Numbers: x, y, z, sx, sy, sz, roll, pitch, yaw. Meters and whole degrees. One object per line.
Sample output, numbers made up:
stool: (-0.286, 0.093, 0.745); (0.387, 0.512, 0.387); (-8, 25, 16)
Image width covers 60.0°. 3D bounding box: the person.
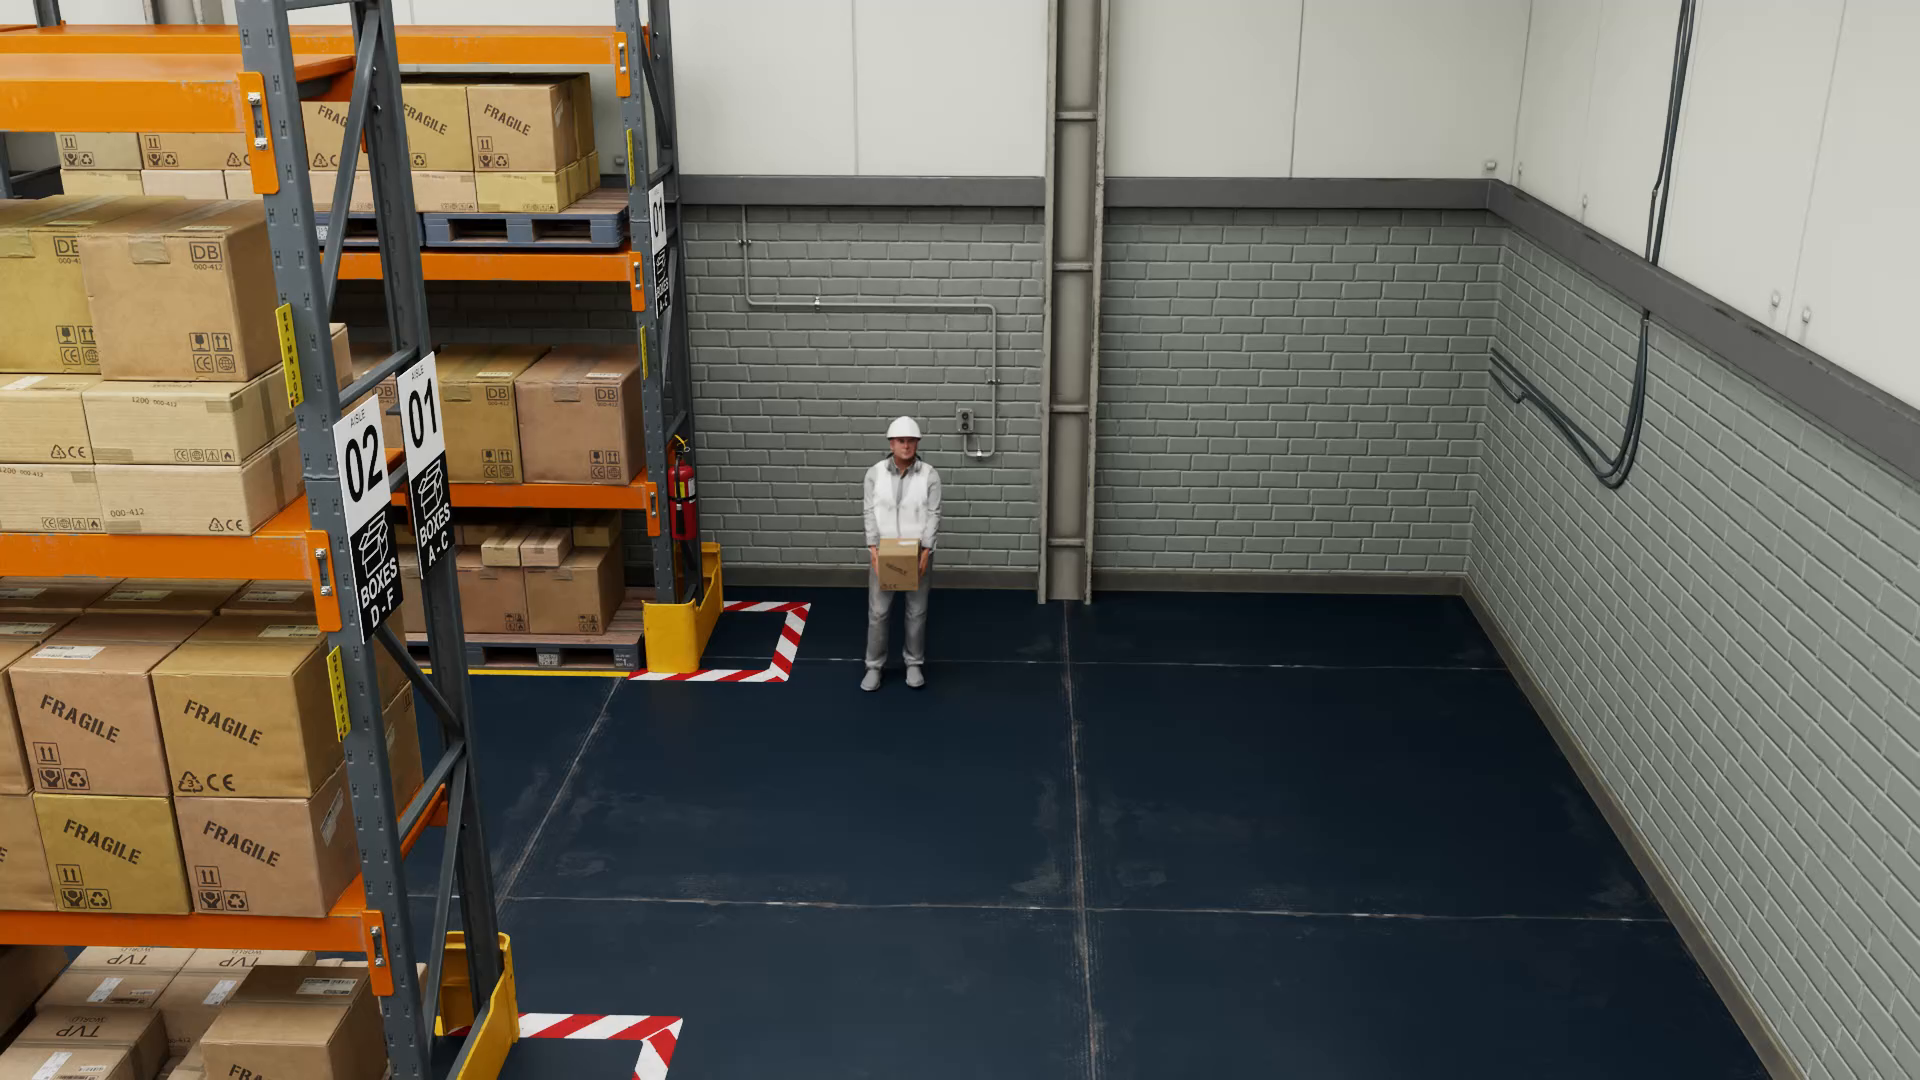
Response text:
person: (-0.385, 0.096, 10.780); (0.539, 1.776, 0.520); (0, 21, 1)
